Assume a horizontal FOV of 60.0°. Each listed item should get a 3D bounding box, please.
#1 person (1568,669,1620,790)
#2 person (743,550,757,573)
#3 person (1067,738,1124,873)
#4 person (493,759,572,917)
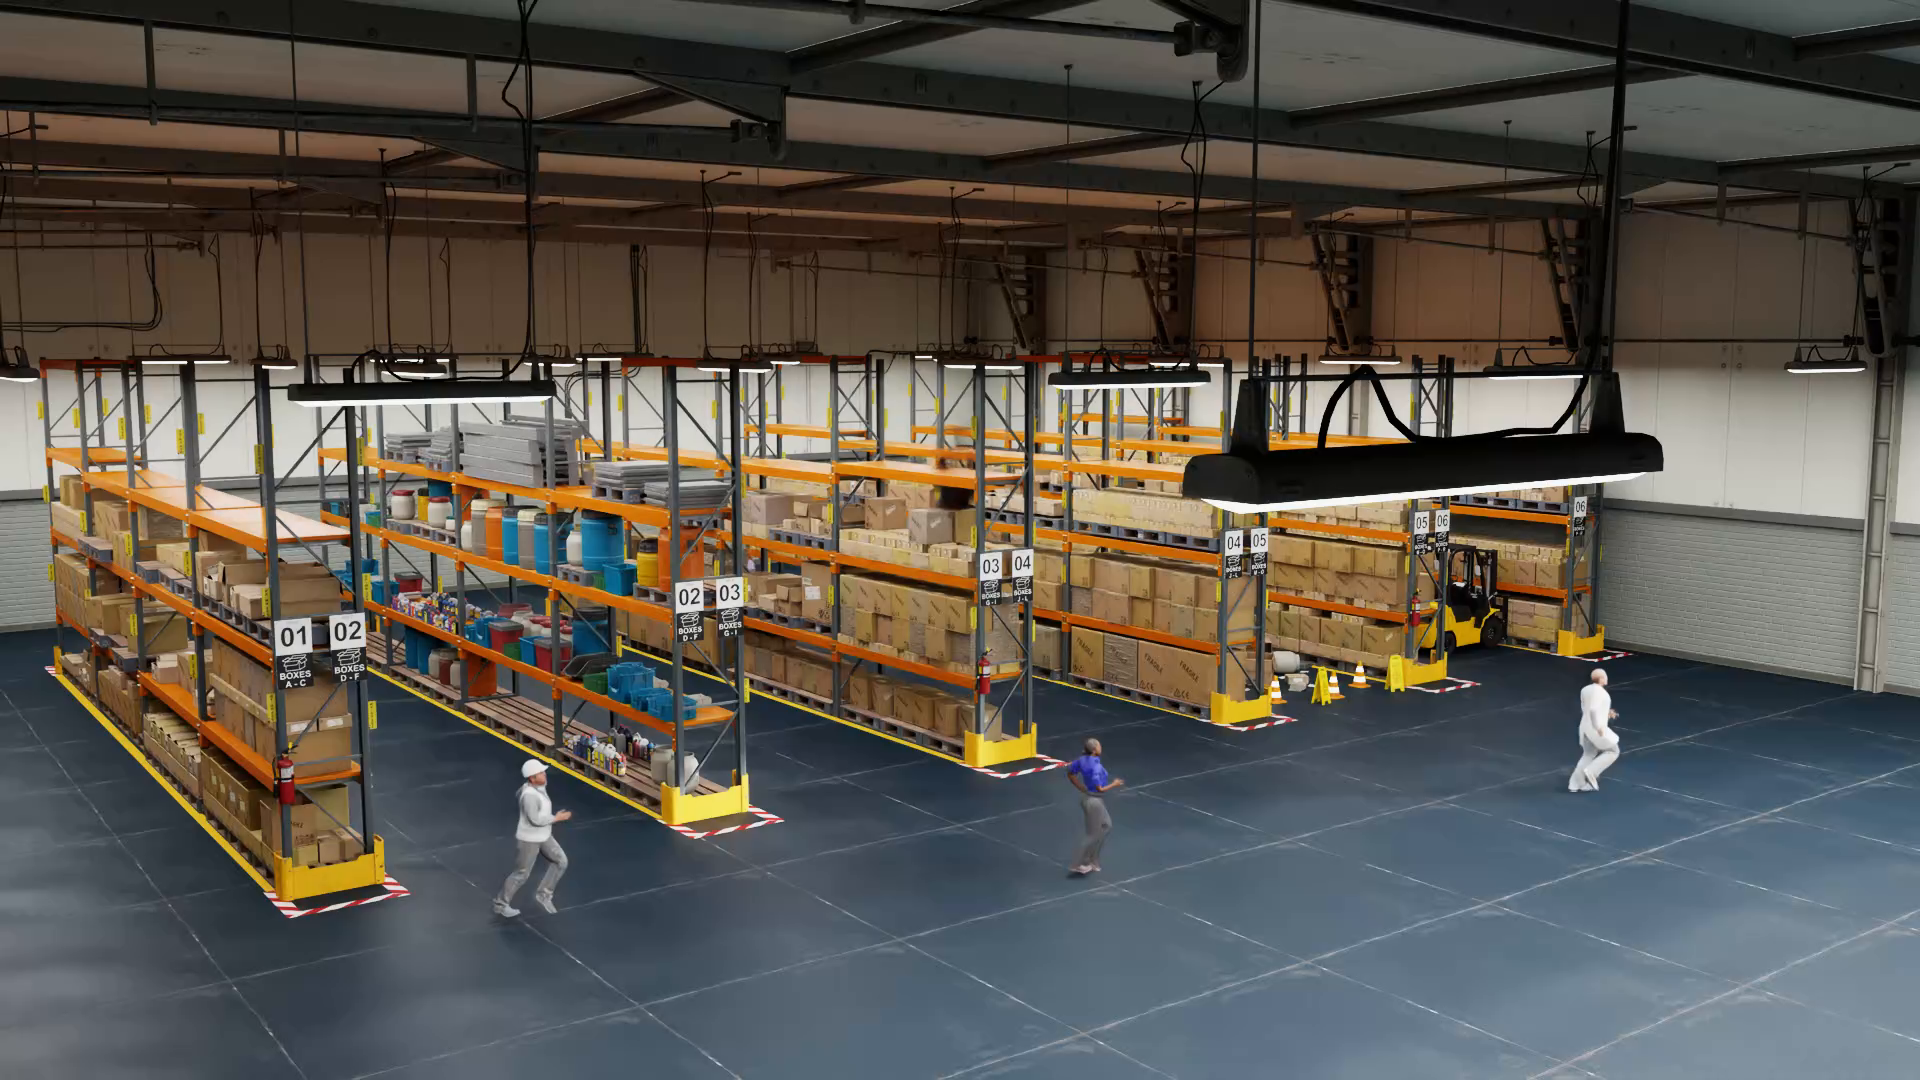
[{"bbox_3d":[8.939,2.664,23.358,0.760,1.723,0.627,-1,7,-11],"label":"person"},{"bbox_3d":[-4.858,1.009,37.770,0.609,1.595,0.592,-5,8,-33],"label":"person"},{"bbox_3d":[1.598,3.161,19.726,0.667,1.685,0.558,-2,7,-13],"label":"person"},{"bbox_3d":[-4.676,3.270,18.241,0.873,1.788,0.662,0,7,-1],"label":"person"}]
